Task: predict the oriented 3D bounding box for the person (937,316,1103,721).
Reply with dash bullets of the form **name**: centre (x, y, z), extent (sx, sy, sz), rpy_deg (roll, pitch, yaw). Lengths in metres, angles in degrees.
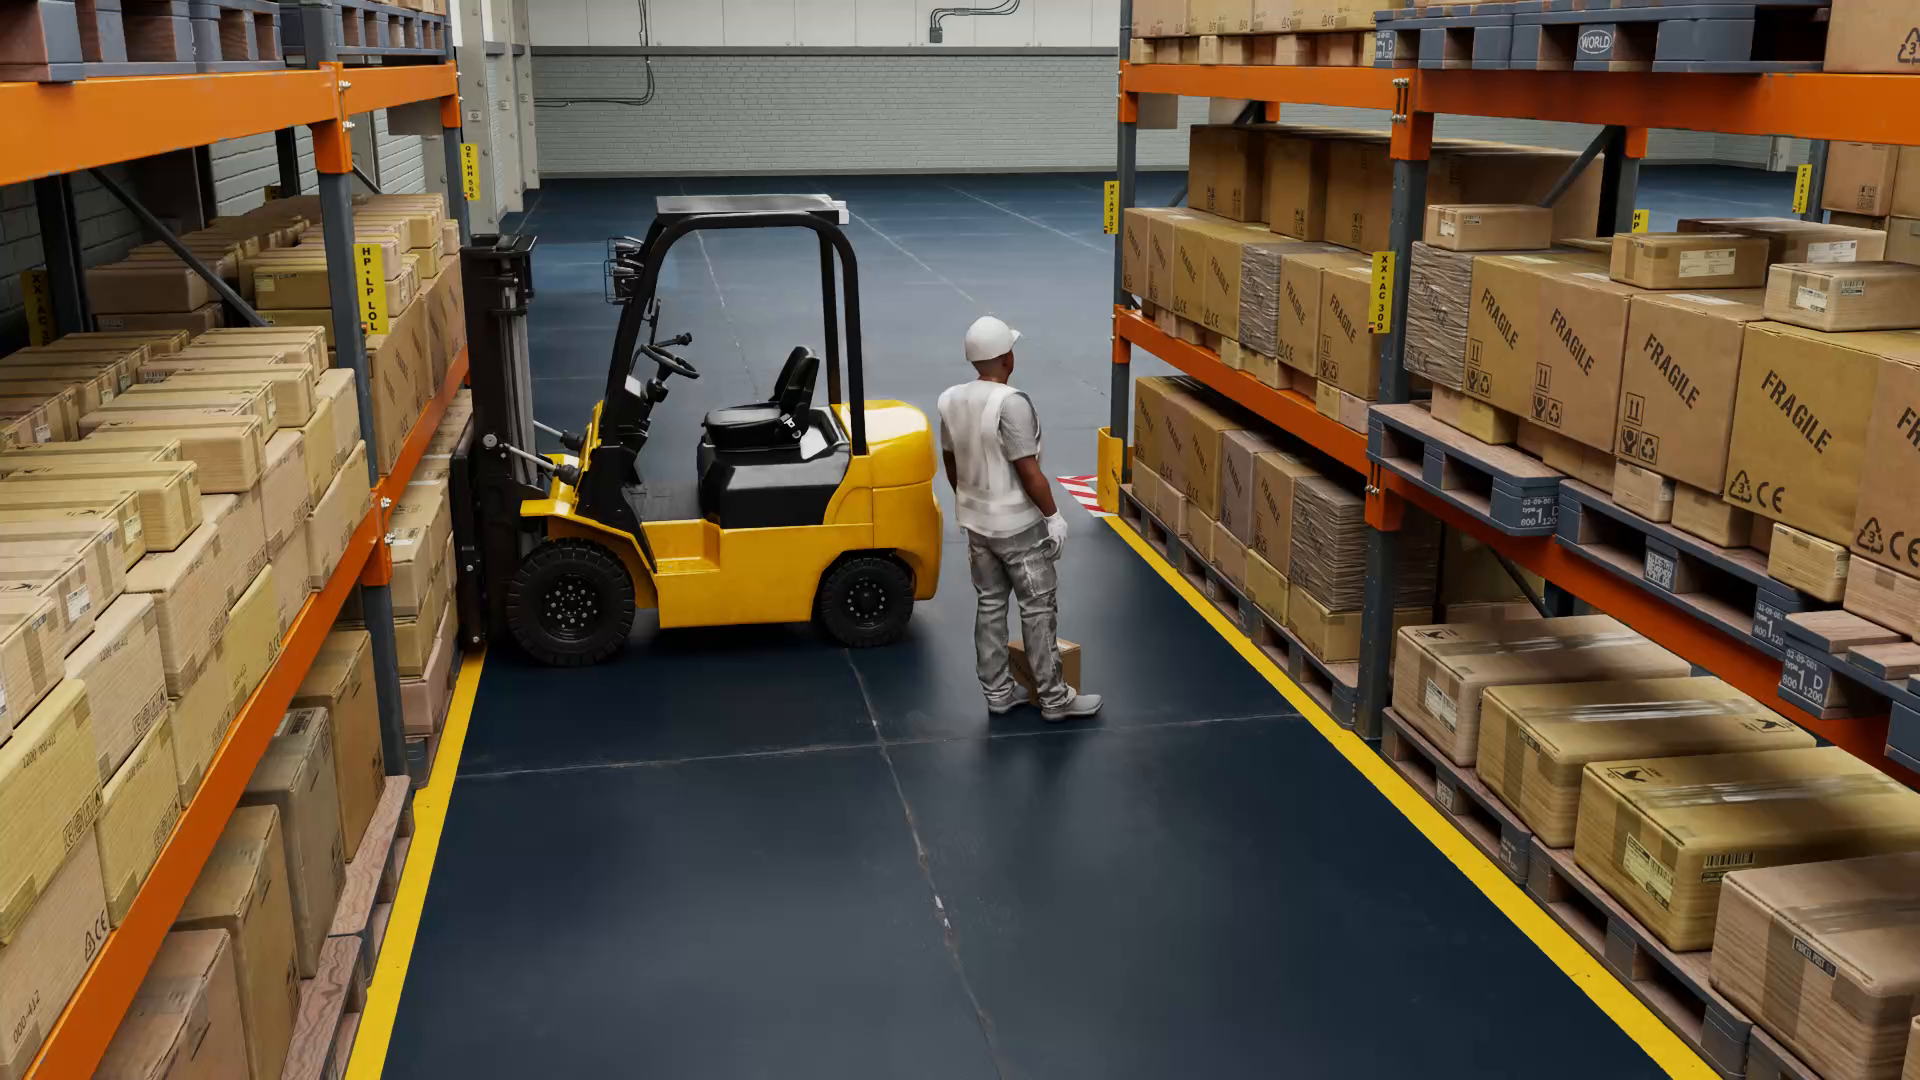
- **person**: centre (0.250, -0.100, 7.311), extent (0.574, 1.786, 0.656), rpy_deg (-13, 21, -38)
